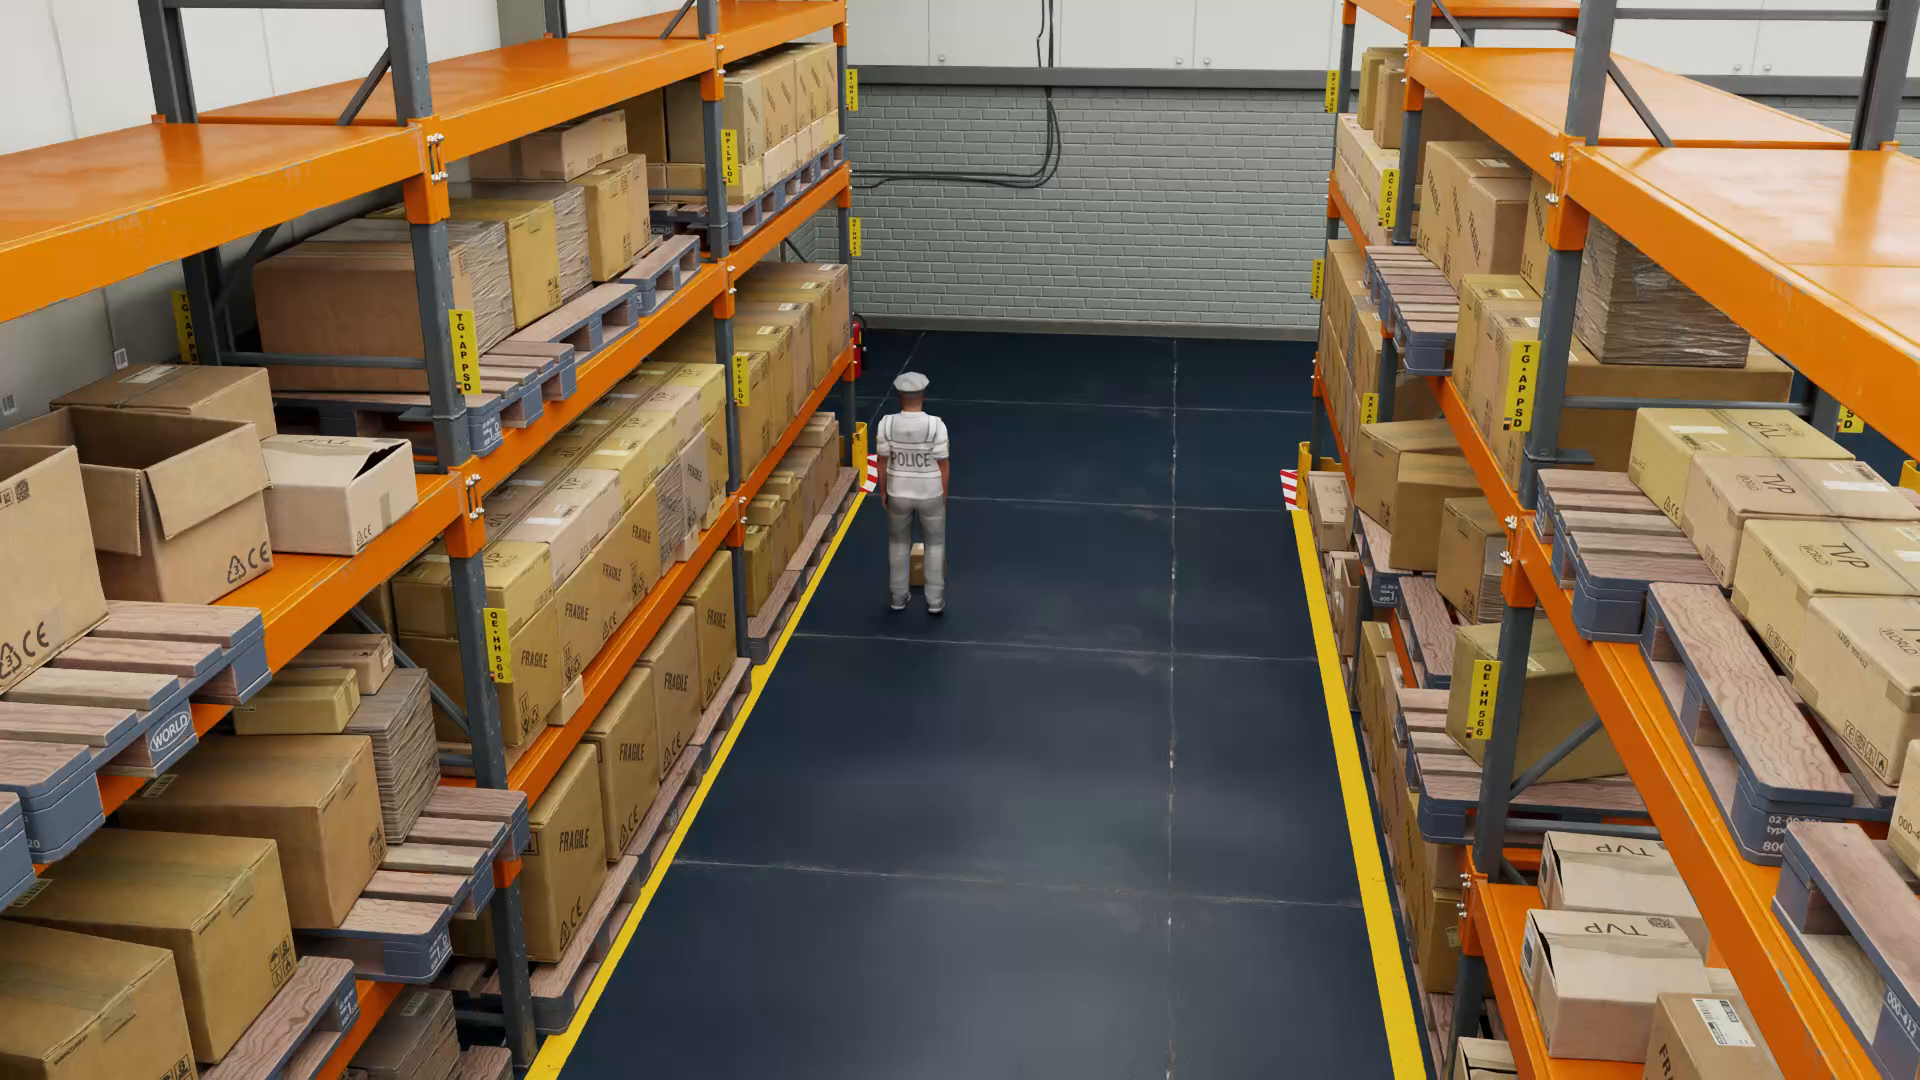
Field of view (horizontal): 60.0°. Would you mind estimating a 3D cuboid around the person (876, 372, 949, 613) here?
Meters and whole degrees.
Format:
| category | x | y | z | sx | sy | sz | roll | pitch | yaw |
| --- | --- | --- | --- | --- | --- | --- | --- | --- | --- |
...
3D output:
| category | x | y | z | sx | sy | sz | roll | pitch | yaw |
| --- | --- | --- | --- | --- | --- | --- | --- | --- | --- |
| person | -0.331 | -0.334 | 11.955 | 0.527 | 1.770 | 0.393 | 3 | 21 | 8 |
